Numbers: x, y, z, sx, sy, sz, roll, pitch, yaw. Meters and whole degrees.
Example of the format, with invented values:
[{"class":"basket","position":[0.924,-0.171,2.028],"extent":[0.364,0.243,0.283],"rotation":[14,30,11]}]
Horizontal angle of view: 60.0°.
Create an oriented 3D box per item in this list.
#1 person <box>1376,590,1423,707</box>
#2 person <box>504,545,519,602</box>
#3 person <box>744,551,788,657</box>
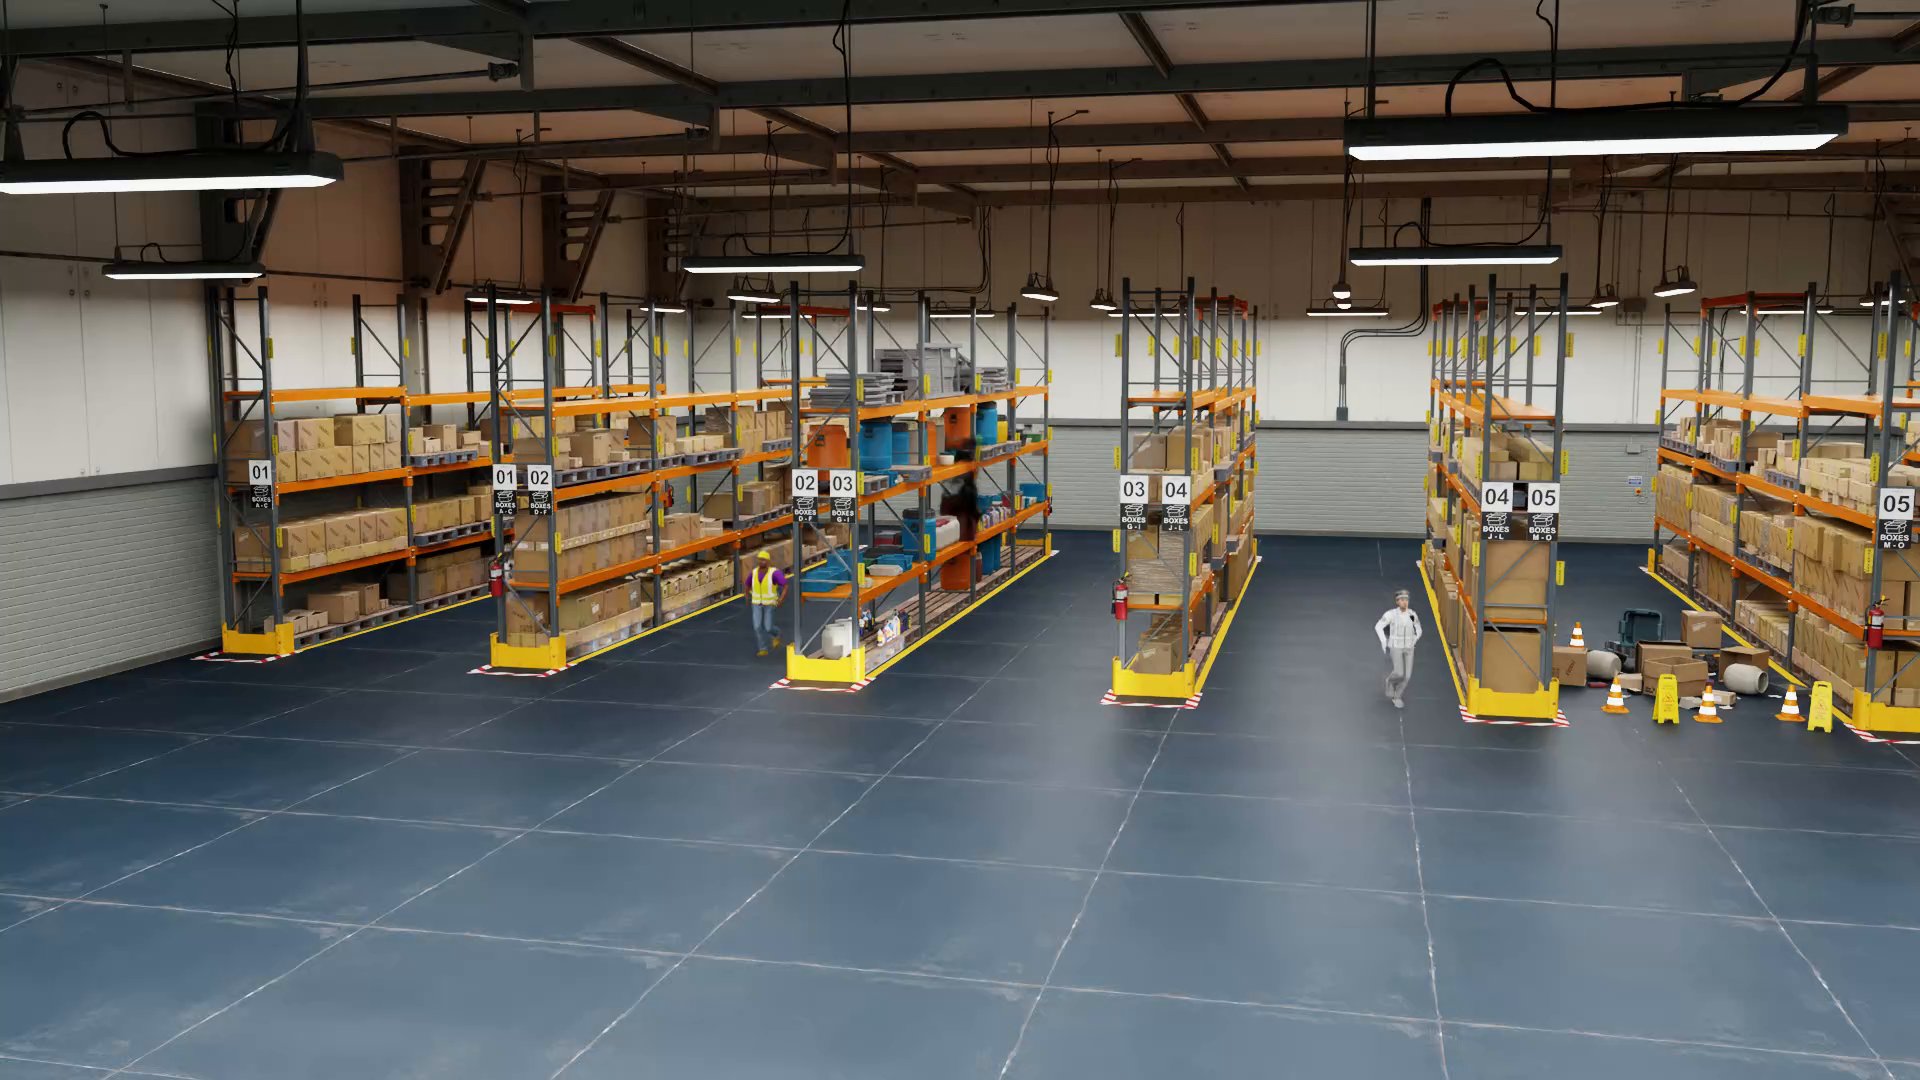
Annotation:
[{"class":"person","position":[6.182,1.520,23.265],"extent":[0.614,1.661,0.537],"rotation":[-1,7,-6]},{"class":"person","position":[-7.749,0.913,28.408],"extent":[0.542,1.690,0.671],"rotation":[1,7,10]},{"class":"person","position":[-3.169,1.030,27.173],"extent":[0.747,1.722,0.616],"rotation":[2,7,13]}]
